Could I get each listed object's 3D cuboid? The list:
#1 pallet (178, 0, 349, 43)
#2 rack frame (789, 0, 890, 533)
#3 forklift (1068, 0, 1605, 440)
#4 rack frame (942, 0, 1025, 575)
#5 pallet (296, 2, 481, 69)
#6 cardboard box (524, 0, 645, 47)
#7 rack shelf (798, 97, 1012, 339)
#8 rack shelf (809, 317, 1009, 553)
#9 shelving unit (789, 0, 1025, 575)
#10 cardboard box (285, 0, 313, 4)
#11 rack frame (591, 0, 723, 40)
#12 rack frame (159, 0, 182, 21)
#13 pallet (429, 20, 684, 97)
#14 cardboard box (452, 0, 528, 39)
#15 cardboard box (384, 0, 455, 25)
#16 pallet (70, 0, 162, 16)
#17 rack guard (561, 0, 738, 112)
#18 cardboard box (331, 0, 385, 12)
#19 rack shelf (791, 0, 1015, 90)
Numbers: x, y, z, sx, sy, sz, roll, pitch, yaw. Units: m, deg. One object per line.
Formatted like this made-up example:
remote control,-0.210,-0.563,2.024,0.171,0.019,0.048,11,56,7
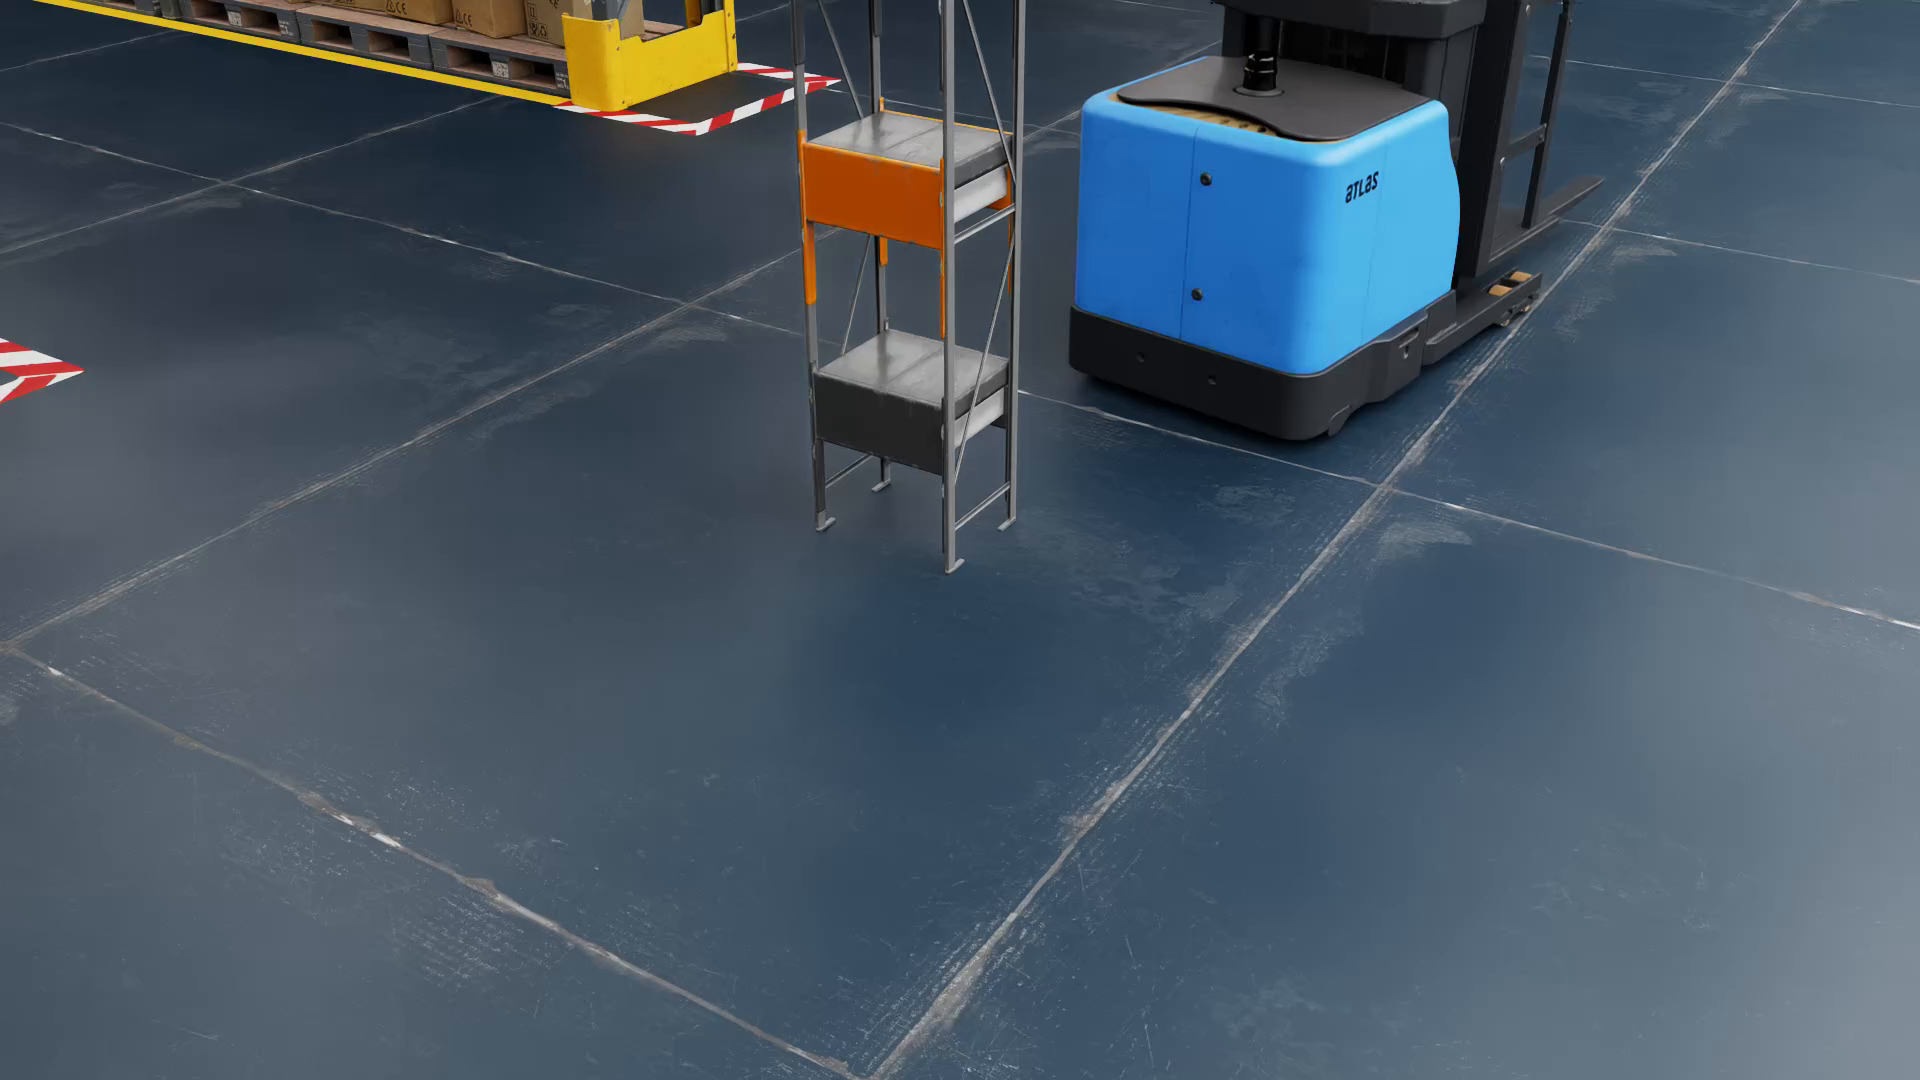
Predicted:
pallet,-4.532,-3.680,11.348,1.213,0.211,1.003,18,35,27
rack frame,-0.347,-1.017,4.909,0.015,2.100,0.400,18,35,27
forklift,1.743,-2.275,6.242,1.130,2.935,3.031,23,37,34
rack frame,0.066,-0.886,4.685,0.015,2.100,0.400,18,35,27
pallet,-3.495,-3.353,10.788,1.213,0.211,1.003,18,35,27
cardboard box,-2.252,-3.254,9.914,0.500,0.500,0.500,25,39,36
rack shelf,-0.140,-0.940,4.804,0.480,0.518,0.431,18,35,27
rack shelf,-0.140,-0.335,5.157,0.480,0.518,0.431,18,35,27
shelving unit,-0.140,-0.951,4.797,0.503,2.100,0.431,18,35,27
cardboard box,-4.313,-3.876,10.981,0.500,0.500,0.500,-23,37,-33
rack frame,-1.732,-3.977,9.091,0.127,3.000,1.000,18,35,27
rack frame,-5.120,-5.049,10.928,0.127,3.000,1.000,18,35,27
pallet,-2.465,-3.026,10.227,1.213,0.211,1.003,18,35,27
cardboard box,-2.776,-3.399,10.163,0.500,0.500,0.500,-25,38,-36
cardboard box,-3.296,-3.575,10.465,0.500,0.500,0.500,21,36,32
pallet,-5.780,-4.052,11.987,1.213,0.211,1.003,18,35,27
rack guard,-1.796,-2.918,9.756,0.348,0.500,1.175,18,35,27
cardboard box,-3.745,-3.743,10.754,0.500,0.500,0.500,14,33,23
rack shelf,-0.140,-1.544,4.451,0.480,0.518,0.431,18,35,27
